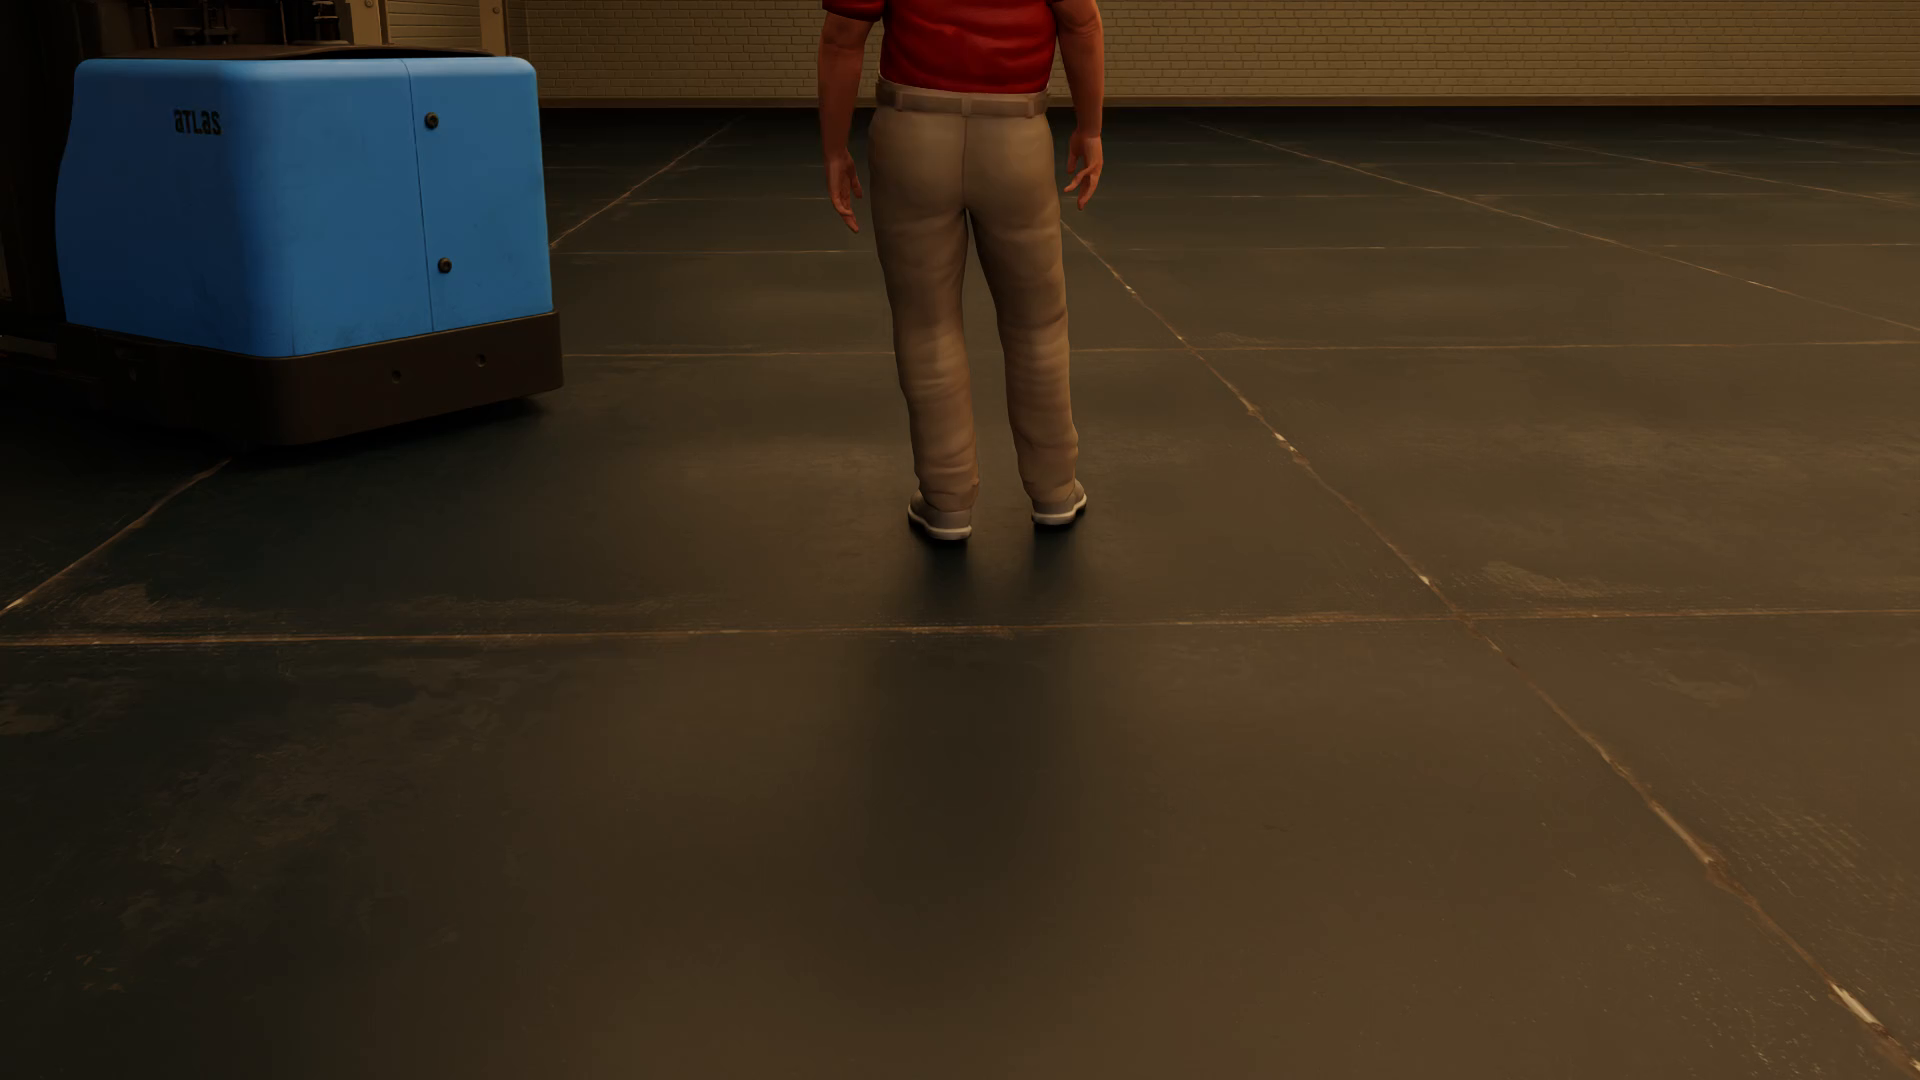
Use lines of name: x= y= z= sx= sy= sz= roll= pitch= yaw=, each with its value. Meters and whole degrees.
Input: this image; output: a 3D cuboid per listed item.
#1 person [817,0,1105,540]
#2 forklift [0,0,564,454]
person: x=0.008 y=-0.860 z=3.749 sx=0.640 sy=1.727 sz=0.551 roll=-1 pitch=17 yaw=-3
forklift: x=-2.757 y=-1.954 z=5.295 sx=3.031 sy=2.935 sz=1.130 roll=12 pitch=20 yaw=33
